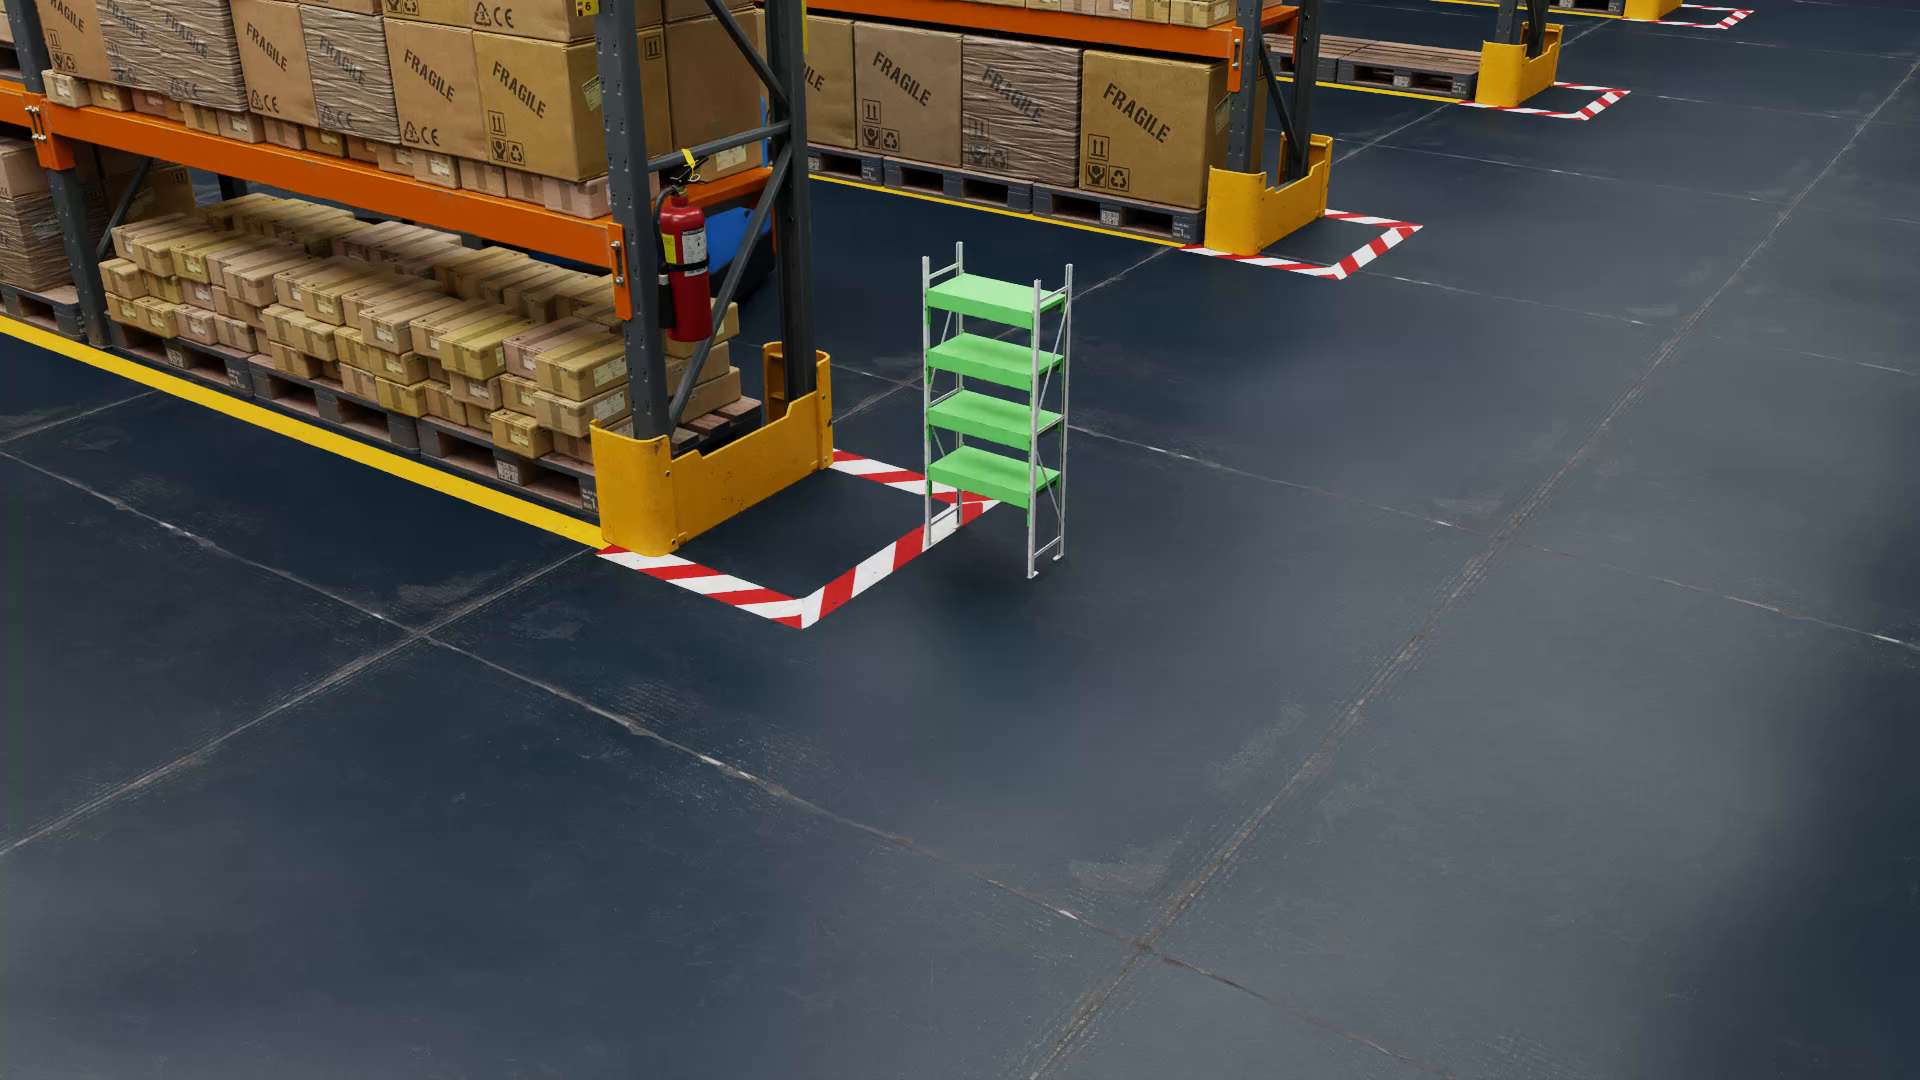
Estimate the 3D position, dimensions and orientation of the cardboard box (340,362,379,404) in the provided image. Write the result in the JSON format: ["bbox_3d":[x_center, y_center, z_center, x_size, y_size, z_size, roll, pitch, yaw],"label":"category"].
[{"bbox_3d":[-2.610,-0.780,7.655,0.250,0.149,0.380,18,32,31],"label":"cardboard box"}]

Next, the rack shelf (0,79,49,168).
[{"bbox_3d":[-5.895,-2.720,9.580,4.000,0.370,1.077,17,32,30],"label":"rack shelf"}]

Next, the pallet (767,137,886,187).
[{"bbox_3d":[-0.773,-2.888,12.192,1.213,0.211,1.003,17,32,30],"label":"pallet"}]

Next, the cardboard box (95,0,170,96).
[{"bbox_3d":[-3.569,-2.358,7.638,0.500,0.500,0.500,17,32,30],"label":"cardboard box"}]

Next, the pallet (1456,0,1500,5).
[{"bbox_3d":[5.832,-6.325,18.946,1.213,0.211,1.003,17,32,30],"label":"pallet"}]

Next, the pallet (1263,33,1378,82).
[{"bbox_3d":[3.087,-4.477,15.314,1.213,0.211,1.003,17,32,30],"label":"pallet"}]

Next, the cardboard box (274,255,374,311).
[{"bbox_3d":[-2.987,-1.210,7.844,0.250,0.149,0.380,16,31,28],"label":"cardboard box"}]

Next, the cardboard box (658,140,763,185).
[{"bbox_3d":[-1.031,-1.593,6.851,0.250,0.149,0.380,17,32,30],"label":"cardboard box"}]

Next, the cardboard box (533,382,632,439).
[{"bbox_3d":[-1.546,-0.578,6.930,0.250,0.149,0.380,16,31,29],"label":"cardboard box"}]

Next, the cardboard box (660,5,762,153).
[{"bbox_3d":[-1.163,-1.895,6.729,0.500,0.500,0.500,19,33,33],"label":"cardboard box"}]

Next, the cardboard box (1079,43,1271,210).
[{"bbox_3d":[1.369,-2.703,10.633,0.875,0.875,0.875,17,32,30],"label":"cardboard box"}]

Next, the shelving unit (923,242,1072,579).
[{"bbox_3d":[0.137,-0.492,6.394,0.503,1.200,0.258,17,32,30],"label":"shelving unit"}]

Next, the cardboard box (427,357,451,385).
[{"bbox_3d":[-2.139,-0.818,7.402,0.250,0.149,0.380,17,31,30],"label":"cardboard box"}]

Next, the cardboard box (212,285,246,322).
[{"bbox_3d":[-3.427,-1.212,8.177,0.250,0.149,0.380,16,31,28],"label":"cardboard box"}]

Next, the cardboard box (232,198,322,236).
[{"bbox_3d":[-3.573,-1.664,8.736,0.250,0.149,0.380,18,32,31],"label":"cardboard box"}]

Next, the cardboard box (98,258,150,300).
[{"bbox_3d":[-4.129,-1.363,8.474,0.250,0.149,0.380,19,33,33],"label":"cardboard box"}]

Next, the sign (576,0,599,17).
[{"bbox_3d":[-1.280,-1.954,5.657,0.005,0.325,0.100,17,32,30],"label":"sign"}]

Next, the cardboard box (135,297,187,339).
[{"bbox_3d":[-3.909,-1.161,8.405,0.250,0.149,0.380,18,32,32],"label":"cardboard box"}]

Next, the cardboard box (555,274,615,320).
[{"bbox_3d":[-1.619,-1.081,7.592,0.250,0.149,0.380,17,32,30],"label":"cardboard box"}]

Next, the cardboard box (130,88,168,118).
[{"bbox_3d":[-3.694,-2.132,7.910,0.250,0.149,0.380,16,31,28],"label":"cardboard box"}]

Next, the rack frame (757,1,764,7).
[{"bbox_3d":[-1.355,-4.355,12.000,0.127,3.000,1.000,17,32,30],"label":"rack frame"}]

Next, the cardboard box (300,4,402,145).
[{"bbox_3d":[-2.311,-1.957,6.849,0.500,0.500,0.500,17,32,30],"label":"cardboard box"}]

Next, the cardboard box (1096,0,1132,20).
[{"bbox_3d":[1.040,-3.316,10.235,0.250,0.149,0.380,17,32,30],"label":"cardboard box"}]

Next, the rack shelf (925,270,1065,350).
[{"bbox_3d":[0.137,-0.863,6.205,0.480,0.148,0.258,17,32,30],"label":"rack shelf"}]

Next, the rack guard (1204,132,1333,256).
[{"bbox_3d":[1.962,-2.208,10.537,0.348,0.500,1.175,17,32,30],"label":"rack guard"}]

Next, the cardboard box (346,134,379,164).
[{"bbox_3d":[-2.390,-1.729,7.118,0.250,0.149,0.380,16,31,28],"label":"cardboard box"}]

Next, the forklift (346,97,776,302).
[{"bbox_3d":[-2.650,-2.821,9.061,3.031,2.935,1.130,7,28,13],"label":"forklift"}]

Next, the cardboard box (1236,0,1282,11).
[{"bbox_3d":[1.836,-3.430,10.461,0.250,0.149,0.380,18,32,31],"label":"cardboard box"}]

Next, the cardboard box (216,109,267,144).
[{"bbox_3d":[-3.085,-1.900,7.452,0.250,0.149,0.380,19,33,32],"label":"cardboard box"}]

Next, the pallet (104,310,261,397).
[{"bbox_3d":[-3.673,-1.125,8.727,1.213,0.211,1.003,17,32,30],"label":"pallet"}]

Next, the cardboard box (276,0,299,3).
[{"bbox_3d":[-2.757,-2.542,6.897,0.500,0.500,0.500,16,31,29],"label":"cardboard box"}]

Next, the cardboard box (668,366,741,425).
[{"bbox_3d":[-1.200,-0.670,7.440,0.250,0.149,0.380,18,32,31],"label":"cardboard box"}]

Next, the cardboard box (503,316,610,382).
[{"bbox_3d":[-1.704,-0.808,7.056,0.250,0.149,0.380,18,32,31],"label":"cardboard box"}]

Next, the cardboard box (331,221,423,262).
[{"bbox_3d":[-2.918,-1.472,8.359,0.250,0.149,0.380,16,31,28],"label":"cardboard box"}]

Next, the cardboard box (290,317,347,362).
[{"bbox_3d":[-2.853,-0.972,7.704,0.250,0.149,0.380,18,32,31],"label":"cardboard box"}]

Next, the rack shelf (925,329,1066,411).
[{"bbox_3d":[0.137,-0.649,6.314,0.480,0.148,0.258,17,32,30],"label":"rack shelf"}]

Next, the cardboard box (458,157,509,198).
[{"bbox_3d":[-1.777,-1.502,6.672,0.250,0.149,0.380,17,32,30],"label":"cardboard box"}]

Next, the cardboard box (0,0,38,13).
[{"bbox_3d":[-4.686,-2.763,8.358,0.250,0.149,0.380,18,32,32],"label":"cardboard box"}]

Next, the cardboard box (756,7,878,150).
[{"bbox_3d":[-0.856,-3.396,11.995,0.875,0.875,0.875,17,32,30],"label":"cardboard box"}]

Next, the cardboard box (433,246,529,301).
[{"bbox_3d":[-2.285,-1.273,7.969,0.250,0.149,0.380,18,32,31],"label":"cardboard box"}]

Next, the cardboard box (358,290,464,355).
[{"bbox_3d":[-2.420,-0.966,7.365,0.250,0.149,0.380,19,32,32],"label":"cardboard box"}]

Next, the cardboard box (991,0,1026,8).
[{"bbox_3d":[0.405,-3.512,10.622,0.250,0.149,0.380,17,32,30],"label":"cardboard box"}]

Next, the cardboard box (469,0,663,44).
[{"bbox_3d":[-1.467,-2.147,6.121,0.500,0.500,0.500,17,31,29],"label":"cardboard box"}]

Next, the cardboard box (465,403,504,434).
[{"bbox_3d":[-1.940,-0.602,7.305,0.250,0.149,0.380,17,32,30],"label":"cardboard box"}]

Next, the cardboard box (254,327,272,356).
[{"bbox_3d":[-3.196,-1.014,8.116,0.250,0.149,0.380,16,31,28],"label":"cardboard box"}]

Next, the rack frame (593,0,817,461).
[{"bbox_3d":[-0.949,-1.500,6.389,0.127,3.000,1.000,17,32,30],"label":"rack frame"}]

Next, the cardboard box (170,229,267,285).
[{"bbox_3d":[-3.650,-1.403,8.224,0.250,0.149,0.380,17,31,30],"label":"cardboard box"}]

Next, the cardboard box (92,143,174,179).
[{"bbox_3d":[-4.706,-2.223,9.276,0.500,0.250,0.500,16,31,28],"label":"cardboard box"}]
